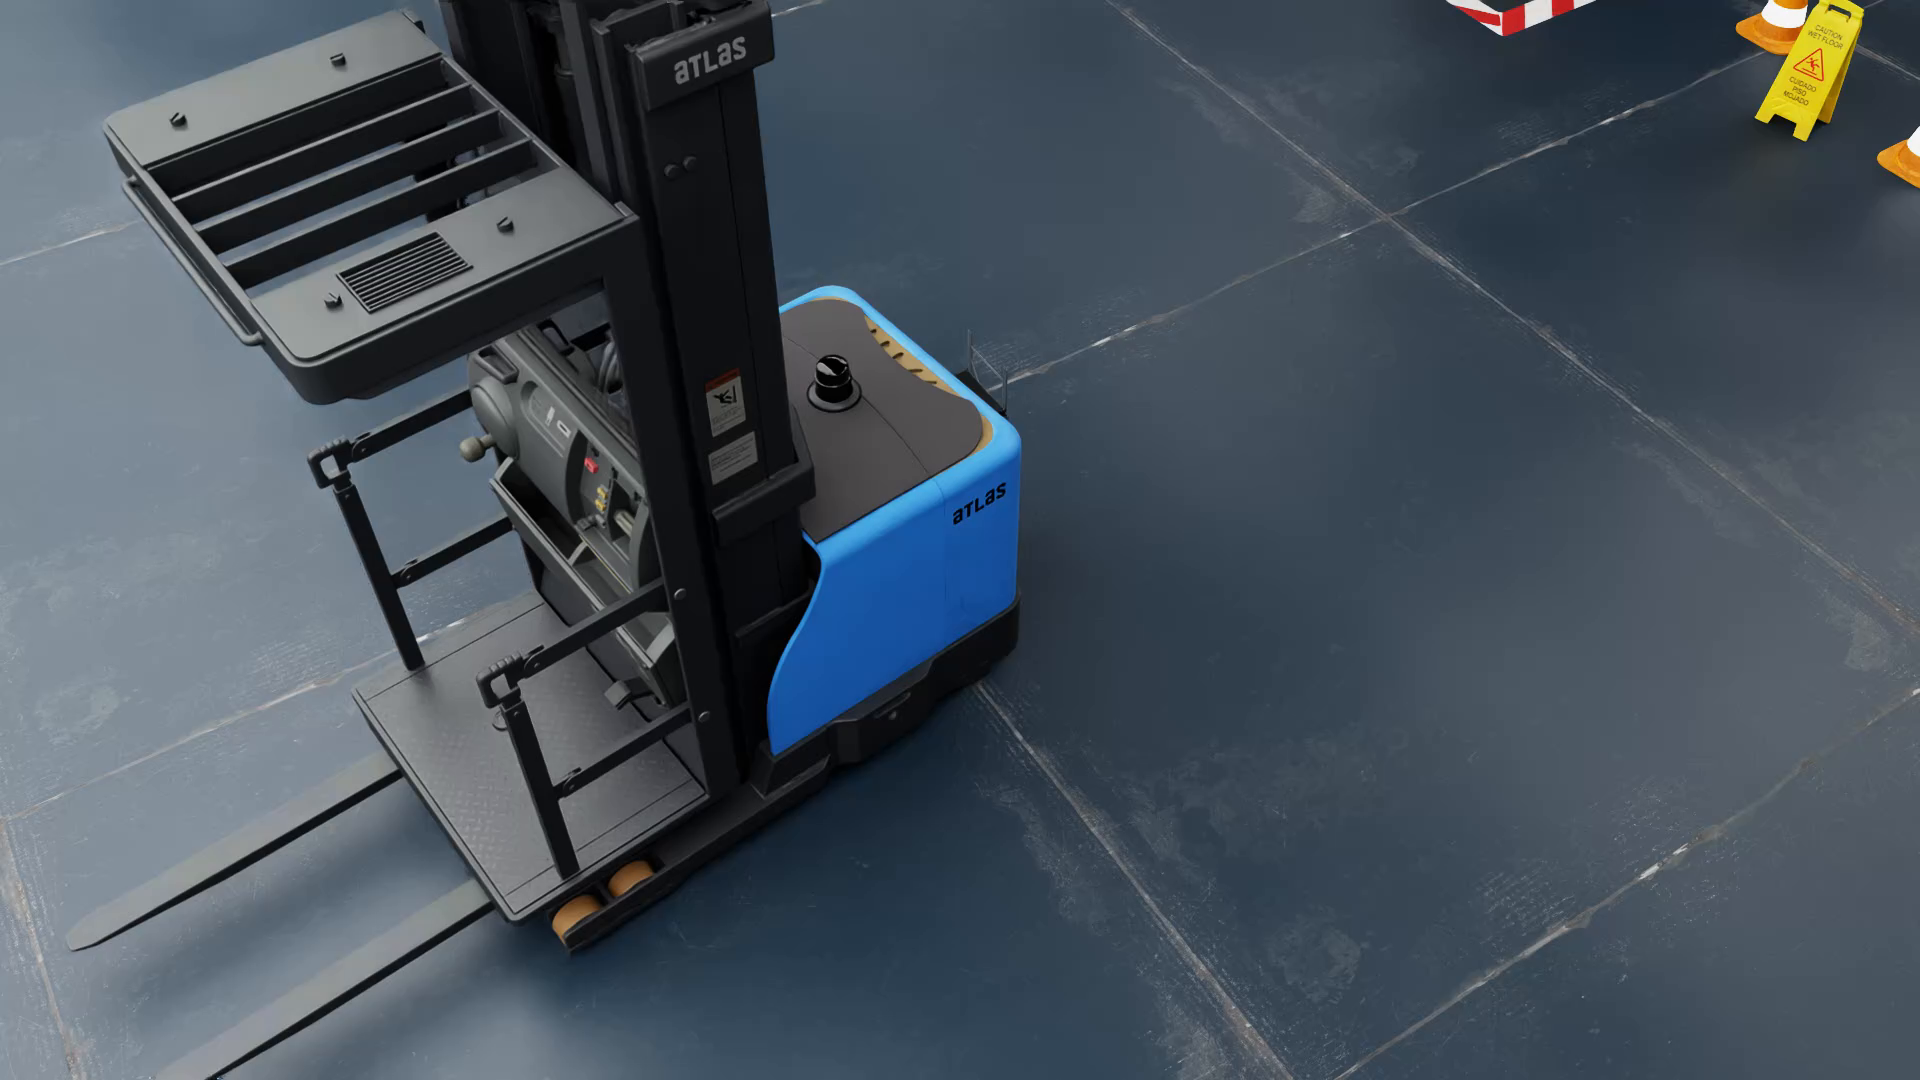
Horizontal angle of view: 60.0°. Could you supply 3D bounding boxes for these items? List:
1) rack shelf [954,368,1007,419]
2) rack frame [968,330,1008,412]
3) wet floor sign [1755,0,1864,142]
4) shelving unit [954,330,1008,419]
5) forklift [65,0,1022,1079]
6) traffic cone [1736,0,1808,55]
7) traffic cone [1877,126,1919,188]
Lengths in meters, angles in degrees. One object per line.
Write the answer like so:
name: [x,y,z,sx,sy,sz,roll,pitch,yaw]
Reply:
rack shelf: [0.007,-0.460,5.740,0.200,0.077,0.258,-25,53,-21]
rack frame: [0.093,-0.343,5.953,0.006,0.900,0.240,-25,53,-21]
wet floor sign: [4.034,-2.247,7.819,0.232,0.644,0.267,-34,57,-27]
shelving unit: [0.007,-0.302,5.917,0.210,0.900,0.258,-25,53,-21]
forklift: [-1.258,-0.171,4.440,3.031,2.935,1.130,-31,55,-25]
traffic cone: [4.209,-2.763,8.400,0.334,0.463,0.336,-25,53,-21]
traffic cone: [4.524,-1.914,7.644,0.334,0.463,0.336,-25,53,-21]
